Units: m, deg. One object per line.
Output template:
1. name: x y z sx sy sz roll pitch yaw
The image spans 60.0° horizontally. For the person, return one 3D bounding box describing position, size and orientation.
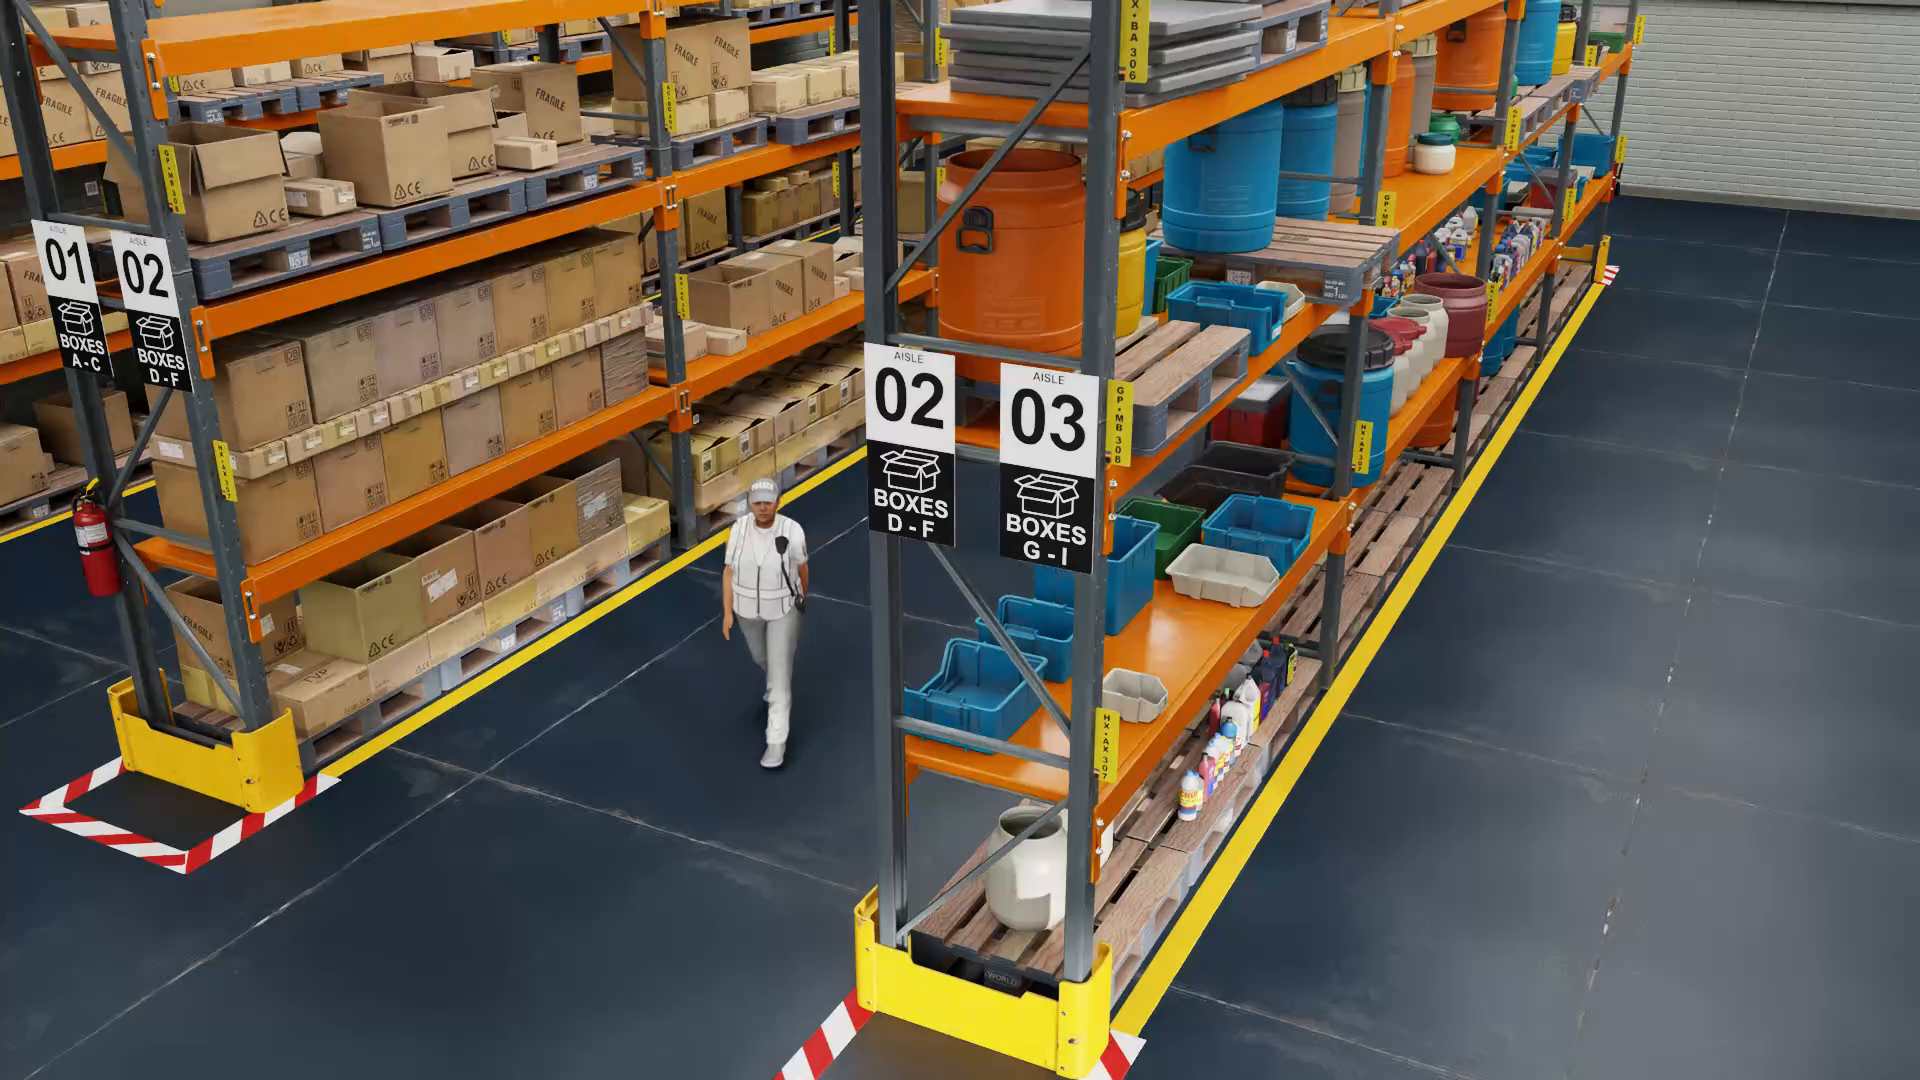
1. person: -1.147 0.402 9.777 0.469 1.606 1.019 4 23 10
